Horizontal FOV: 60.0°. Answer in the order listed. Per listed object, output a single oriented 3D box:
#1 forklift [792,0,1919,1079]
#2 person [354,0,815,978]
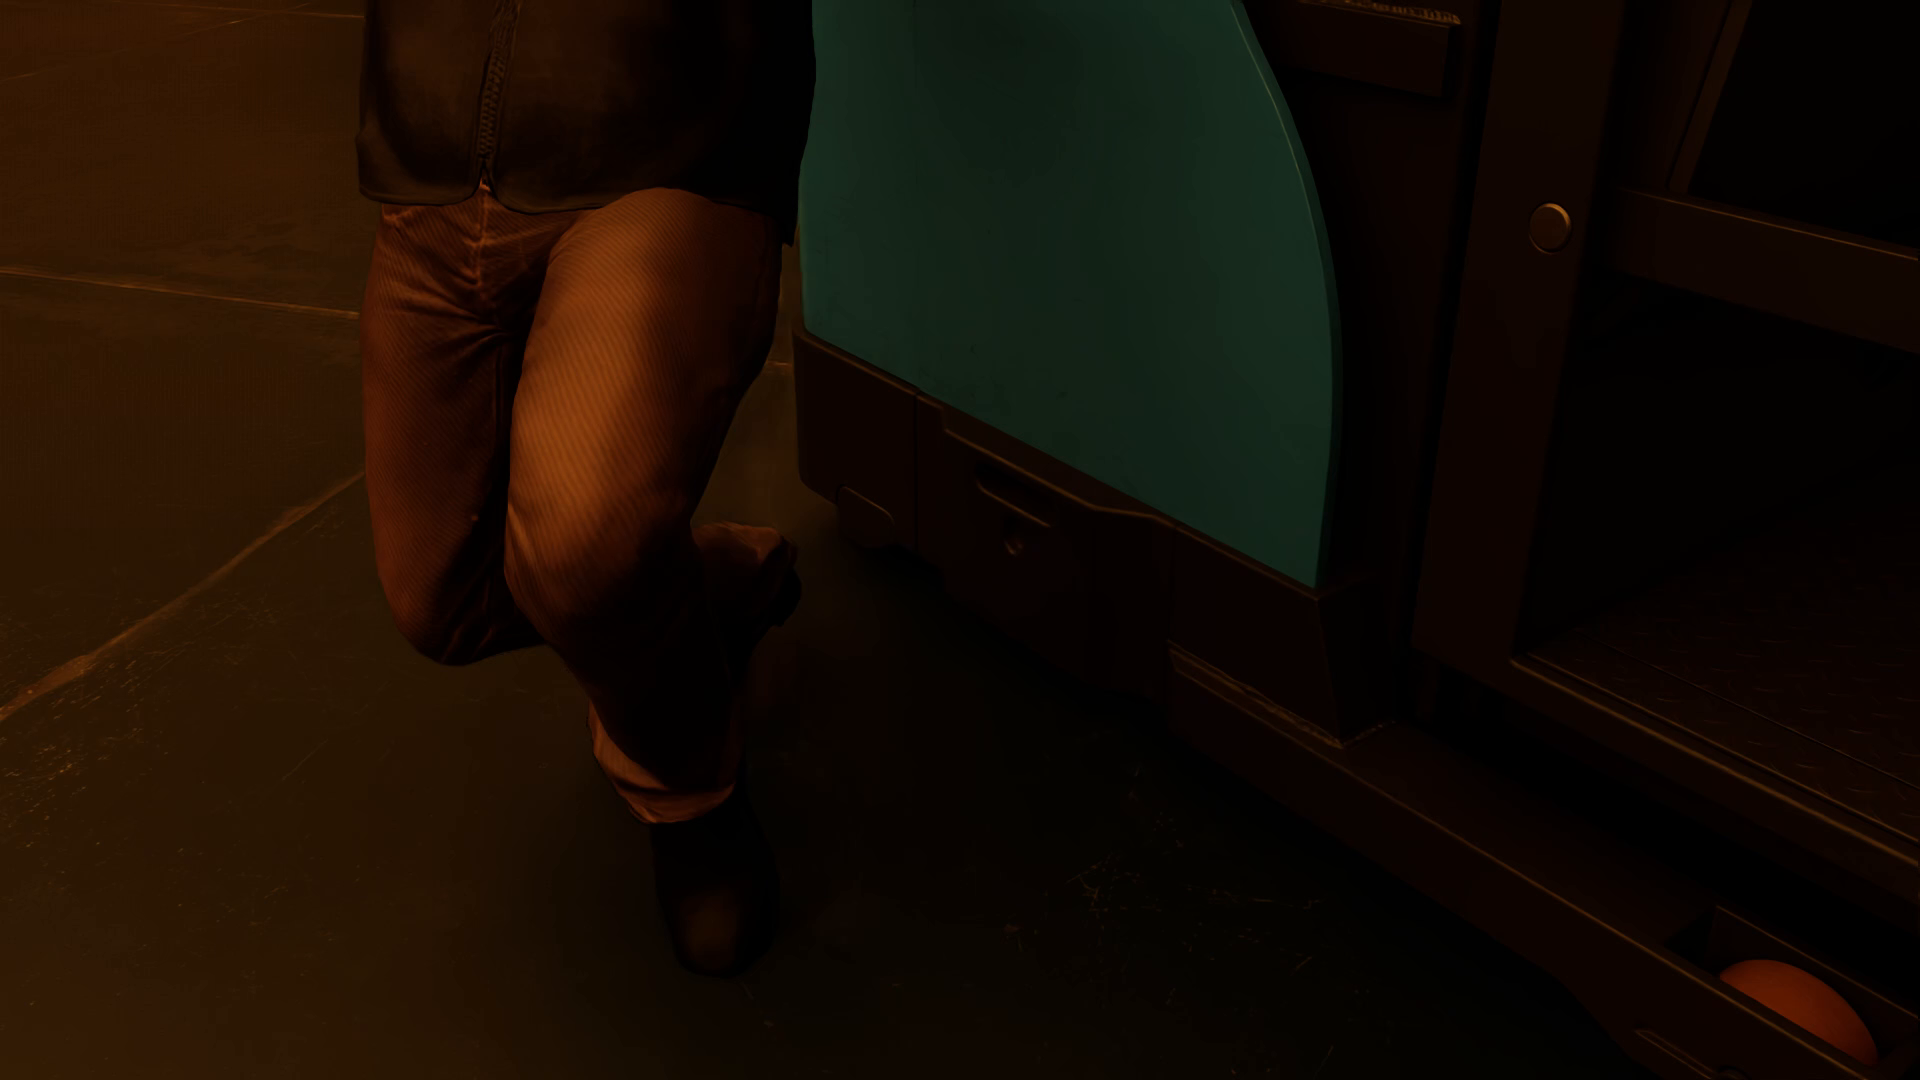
[{"bbox_3d":[1.047,-0.954,1.144,1.130,2.935,3.031,-19,33,-33],"label":"forklift"},{"bbox_3d":[-0.113,-0.349,1.513,1.079,1.584,0.852,8,28,15],"label":"person"}]
